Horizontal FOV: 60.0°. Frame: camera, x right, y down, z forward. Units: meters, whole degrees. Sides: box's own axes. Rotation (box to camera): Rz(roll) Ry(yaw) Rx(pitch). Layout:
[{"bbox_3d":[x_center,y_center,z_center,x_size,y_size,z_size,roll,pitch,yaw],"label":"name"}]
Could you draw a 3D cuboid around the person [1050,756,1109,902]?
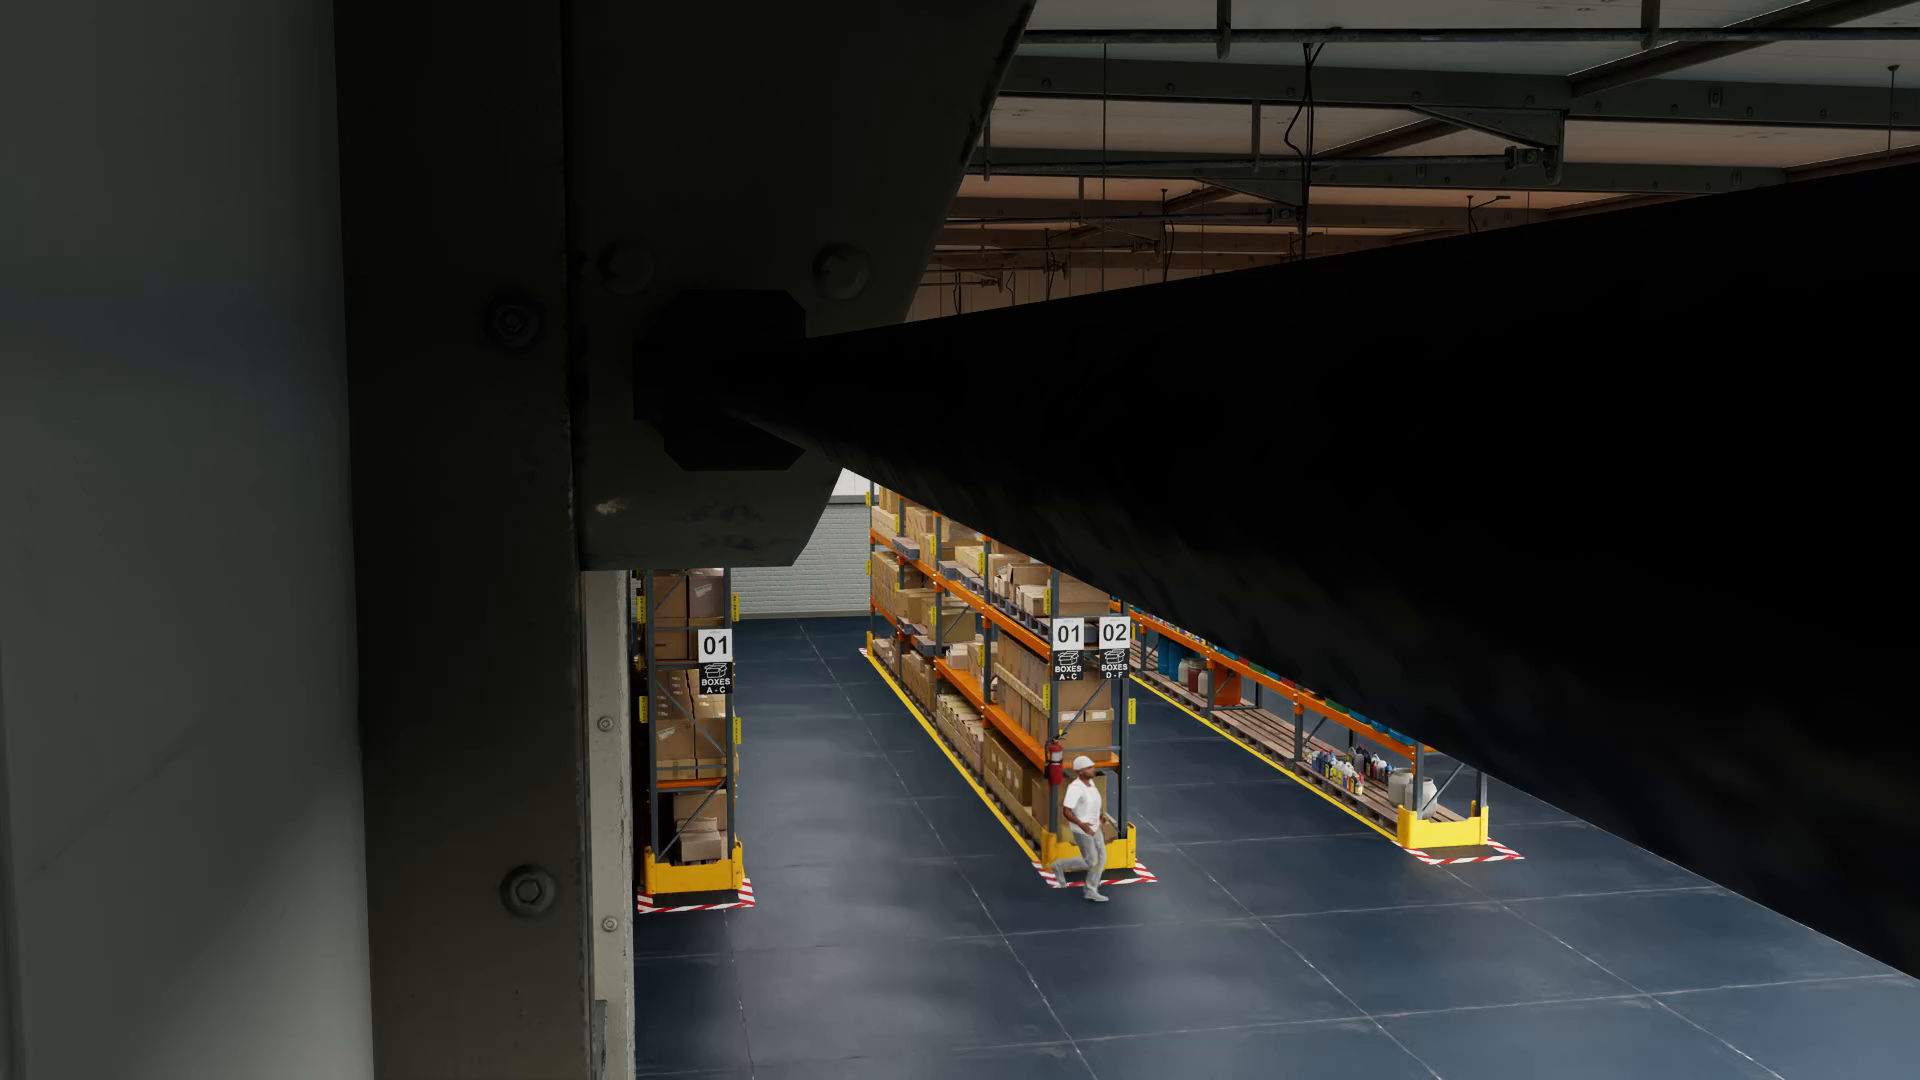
[{"bbox_3d":[1.462,3.415,19.771,0.683,1.724,0.701,3,7,28],"label":"person"}]
